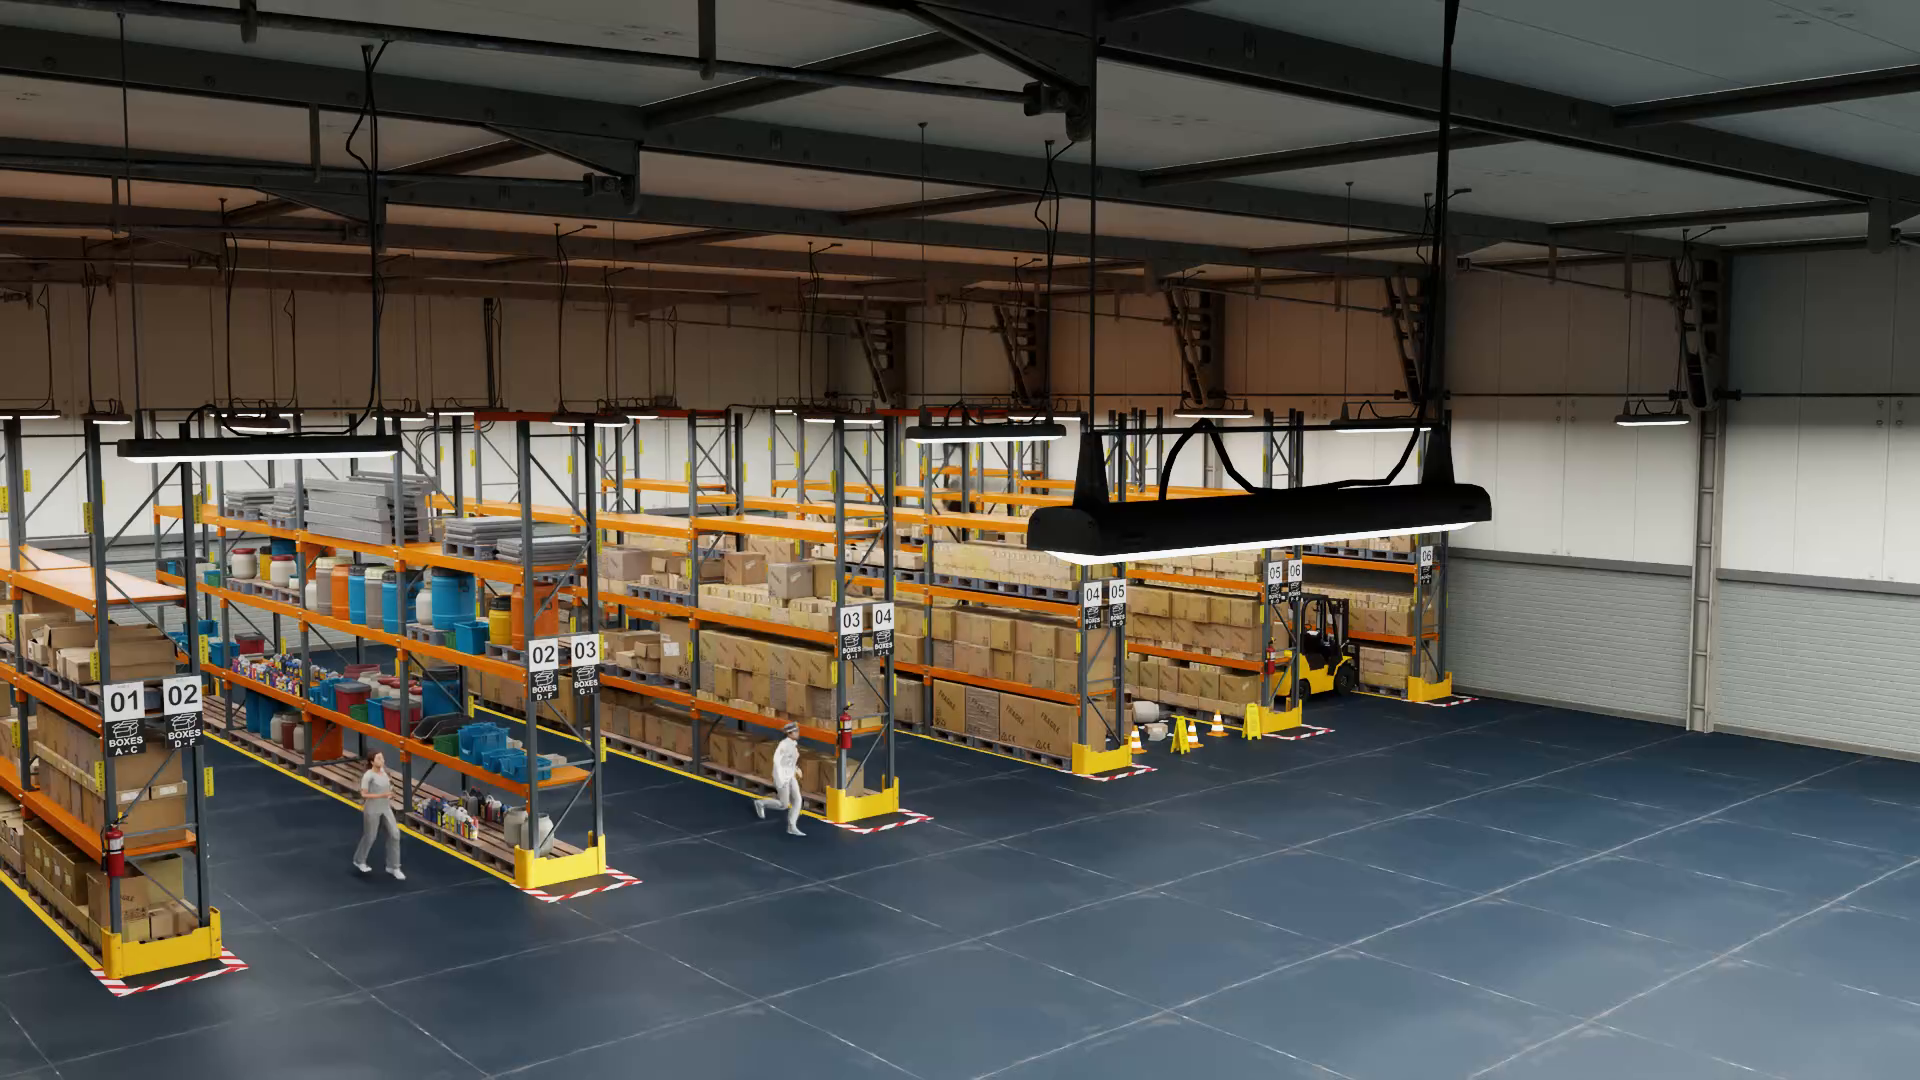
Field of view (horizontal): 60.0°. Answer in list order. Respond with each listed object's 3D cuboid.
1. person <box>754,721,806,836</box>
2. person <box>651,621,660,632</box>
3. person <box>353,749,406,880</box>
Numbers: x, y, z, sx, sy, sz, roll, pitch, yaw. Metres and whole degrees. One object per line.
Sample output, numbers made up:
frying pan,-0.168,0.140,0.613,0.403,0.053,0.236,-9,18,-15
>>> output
person,-2.588,3.433,23.957,0.771,1.670,0.634,1,5,14
person,-7.483,1.873,42.048,0.983,1.627,0.611,-3,6,-28
person,-7.654,3.580,21.747,0.805,1.714,0.555,3,6,28
